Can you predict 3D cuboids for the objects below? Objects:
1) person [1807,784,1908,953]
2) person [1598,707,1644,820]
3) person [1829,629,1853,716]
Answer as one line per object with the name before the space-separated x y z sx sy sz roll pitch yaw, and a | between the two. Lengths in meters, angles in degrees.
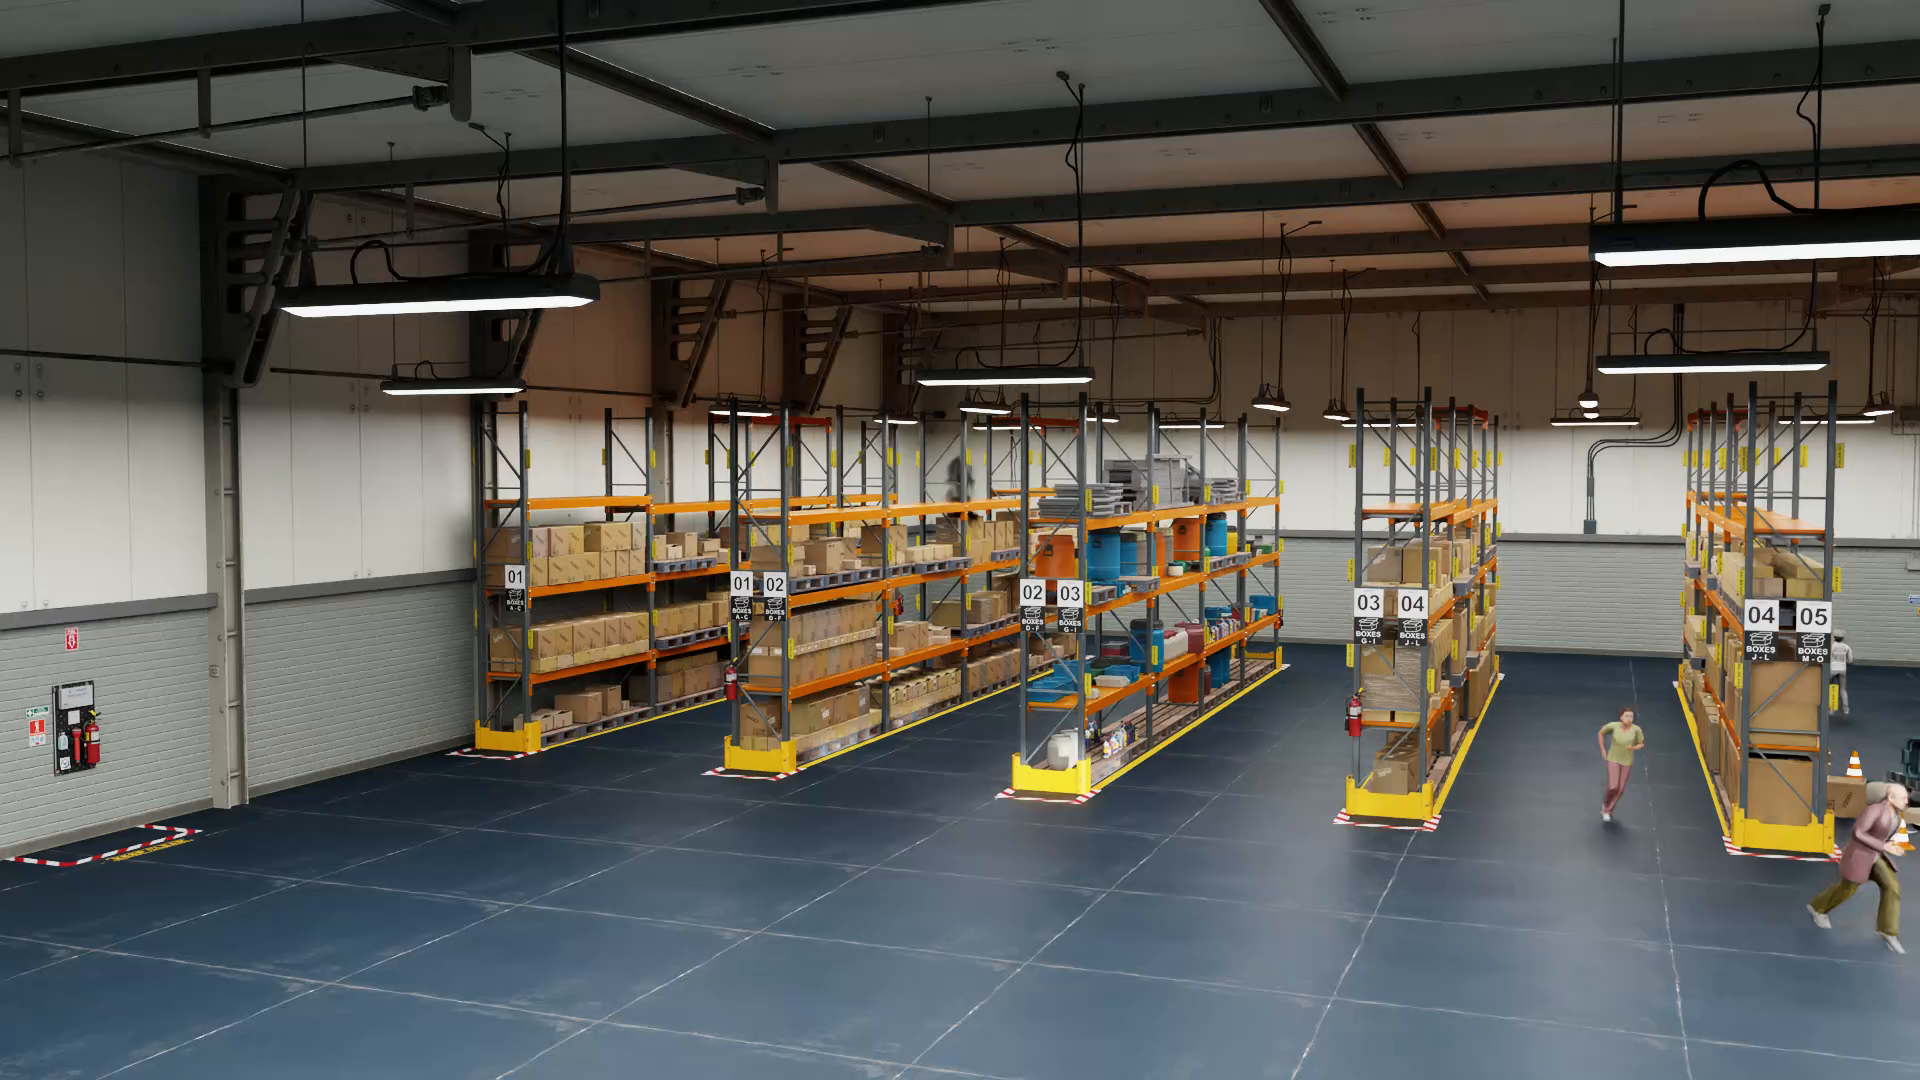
person | 9.333 3.336 17.287 0.755 1.743 1.064 -2 3 -32
person | 9.118 3.095 22.928 0.549 1.583 0.599 0 3 4
person | 16.971 2.592 32.219 0.620 1.725 0.856 1 3 17
